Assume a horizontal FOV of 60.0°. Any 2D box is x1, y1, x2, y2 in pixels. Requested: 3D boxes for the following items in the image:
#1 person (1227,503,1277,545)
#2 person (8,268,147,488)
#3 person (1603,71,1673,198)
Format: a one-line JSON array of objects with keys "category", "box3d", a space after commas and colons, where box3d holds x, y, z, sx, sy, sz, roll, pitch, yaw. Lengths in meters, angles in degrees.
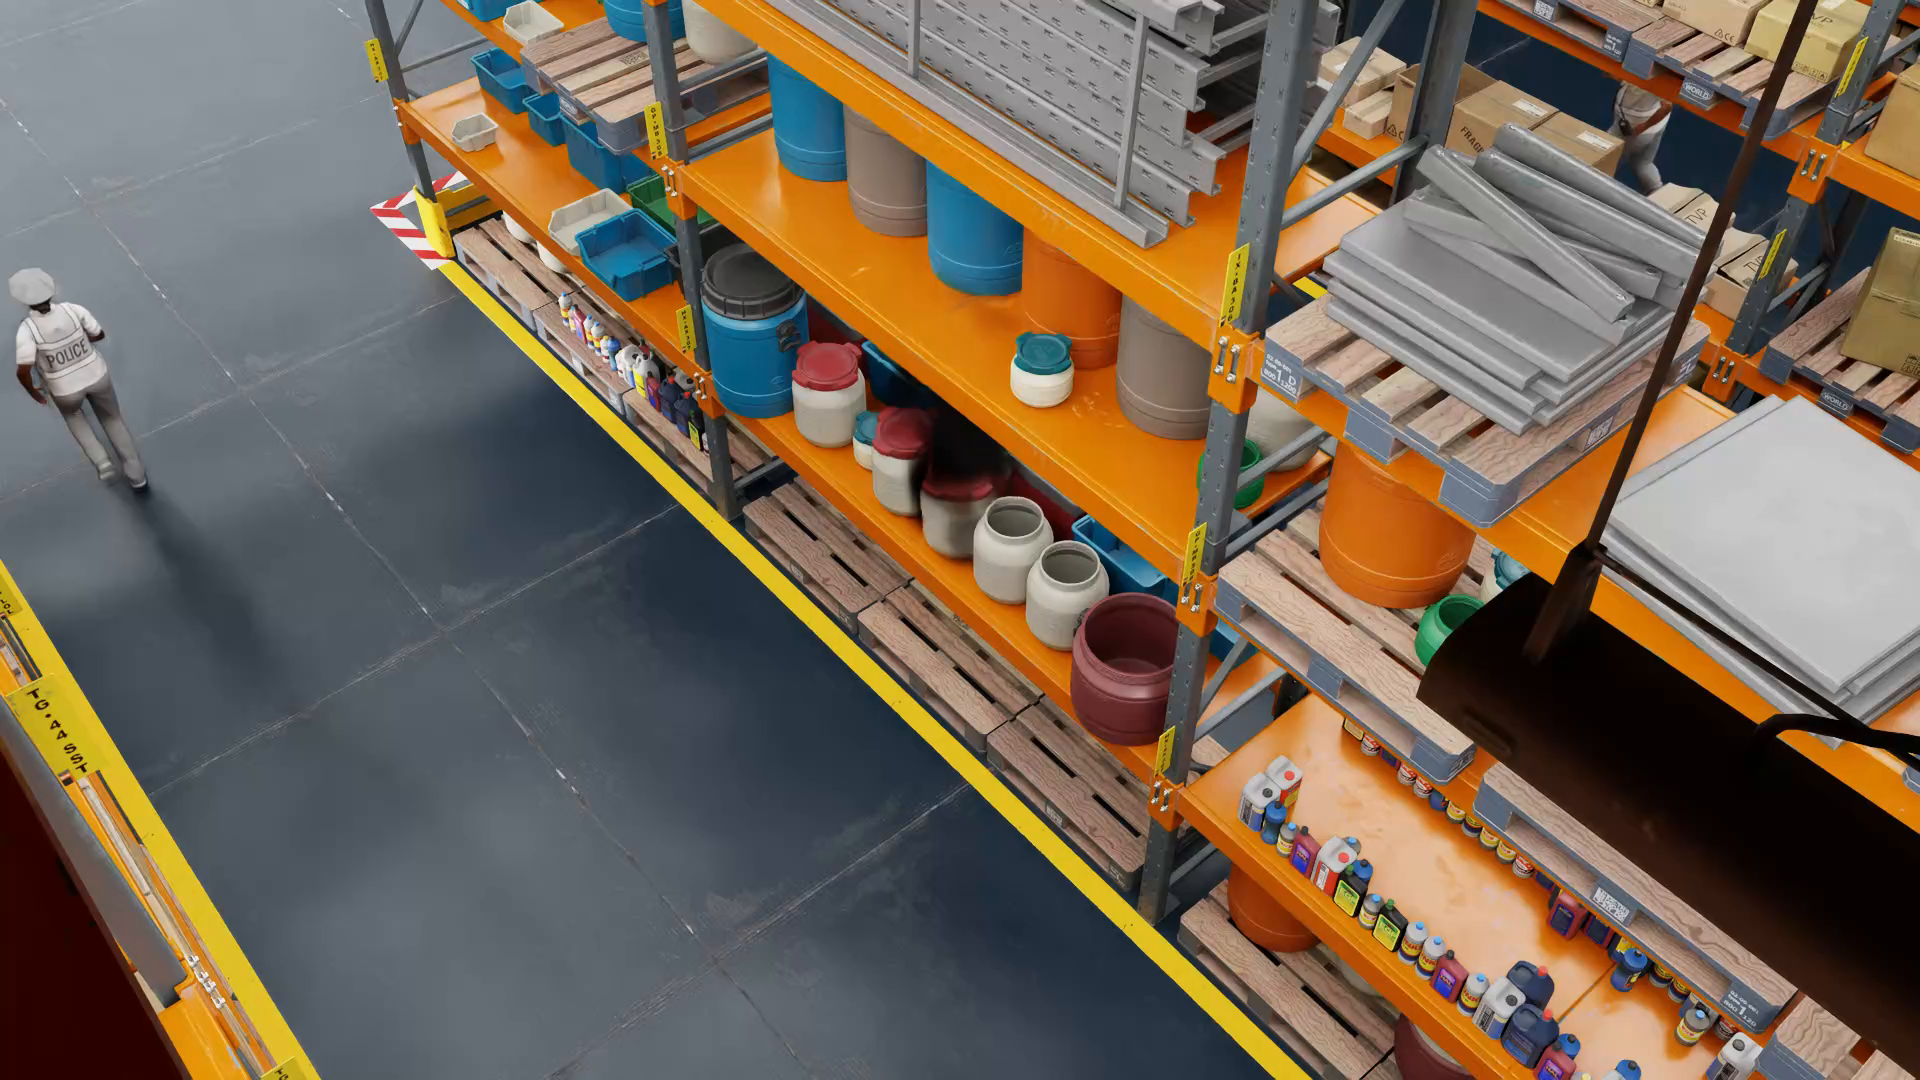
[{"category": "person", "box3d": [1.711, -0.278, 9.716, 0.810, 1.614, 0.537, 34, 55, 28]}, {"category": "person", "box3d": [-5.786, -1.047, 10.828, 0.595, 1.677, 0.646, -32, 54, -27]}, {"category": "person", "box3d": [5.244, -3.165, 12.853, 0.821, 1.708, 0.550, 31, 54, 26]}]
